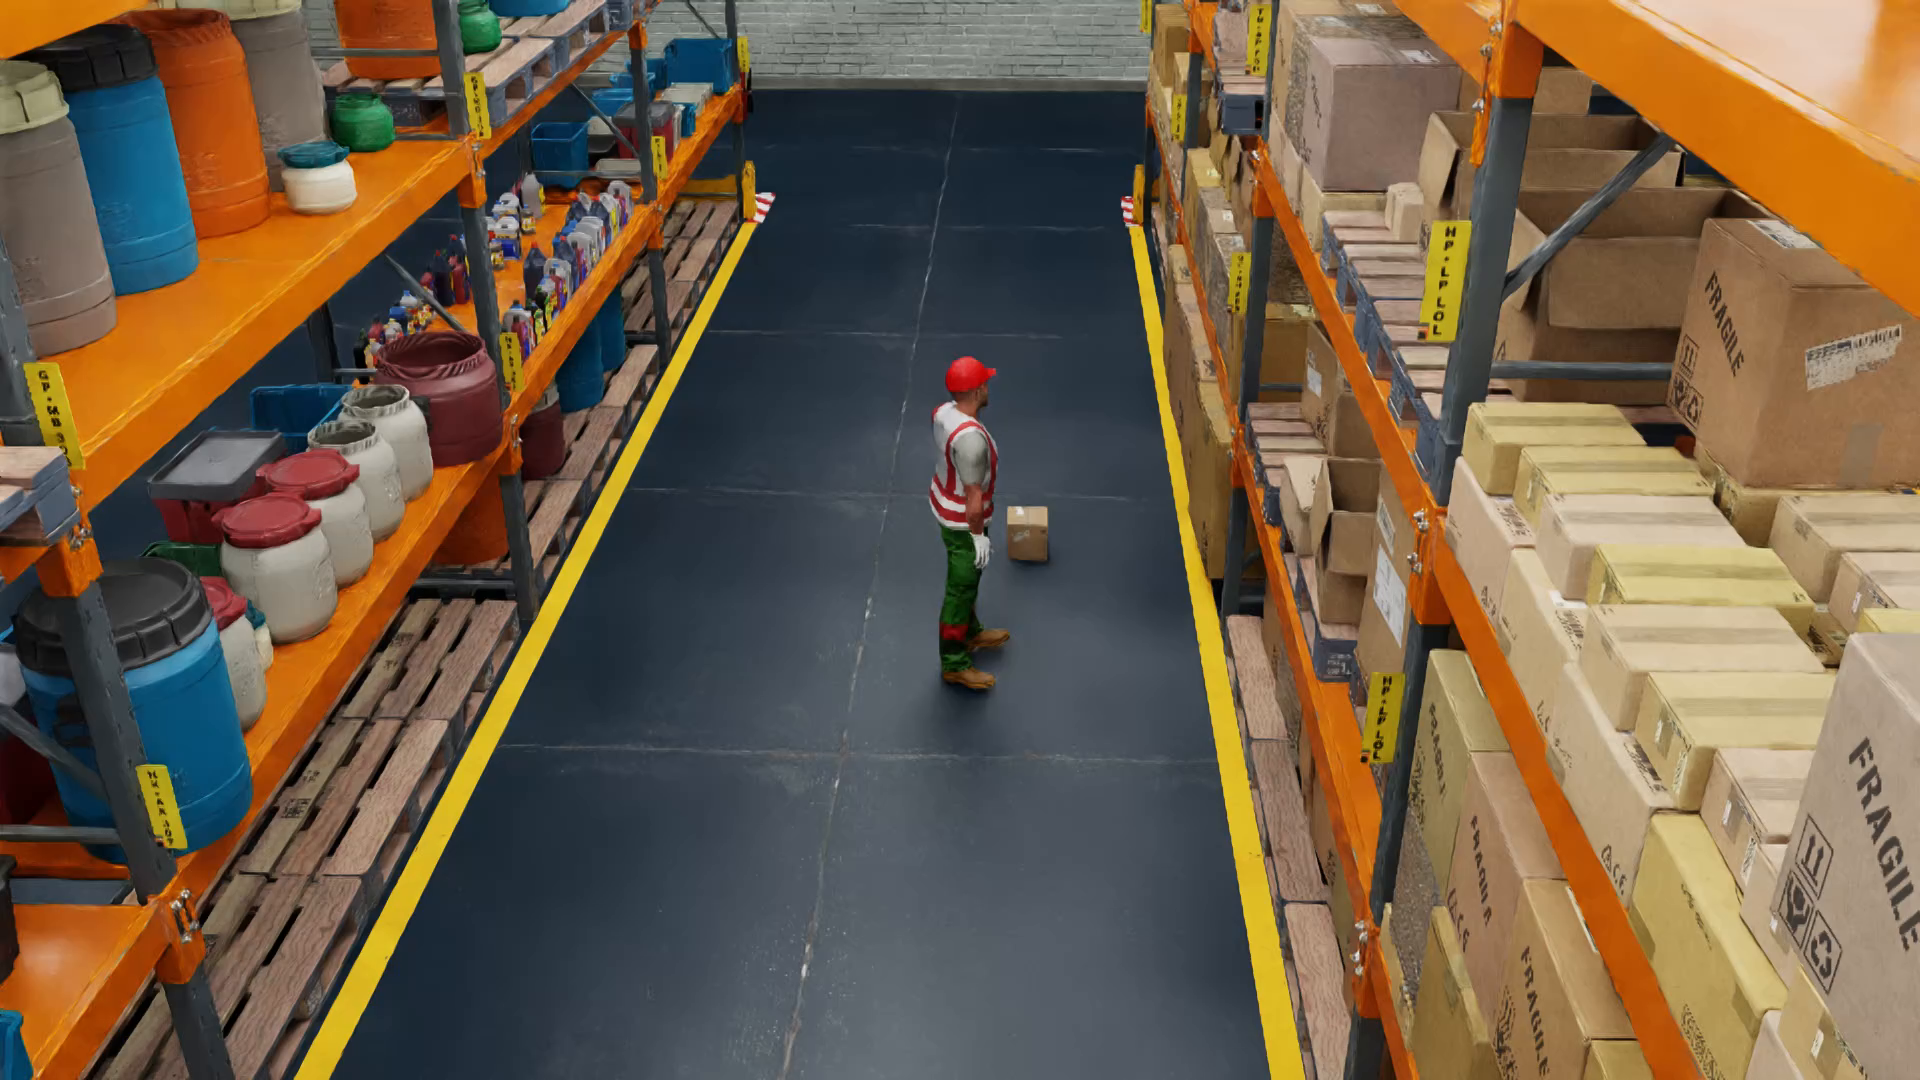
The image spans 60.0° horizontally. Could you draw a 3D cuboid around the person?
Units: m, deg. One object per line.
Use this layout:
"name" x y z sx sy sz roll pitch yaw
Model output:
"person" 0.083 -0.122 8.768 0.465 1.786 0.620 -7 28 -12
